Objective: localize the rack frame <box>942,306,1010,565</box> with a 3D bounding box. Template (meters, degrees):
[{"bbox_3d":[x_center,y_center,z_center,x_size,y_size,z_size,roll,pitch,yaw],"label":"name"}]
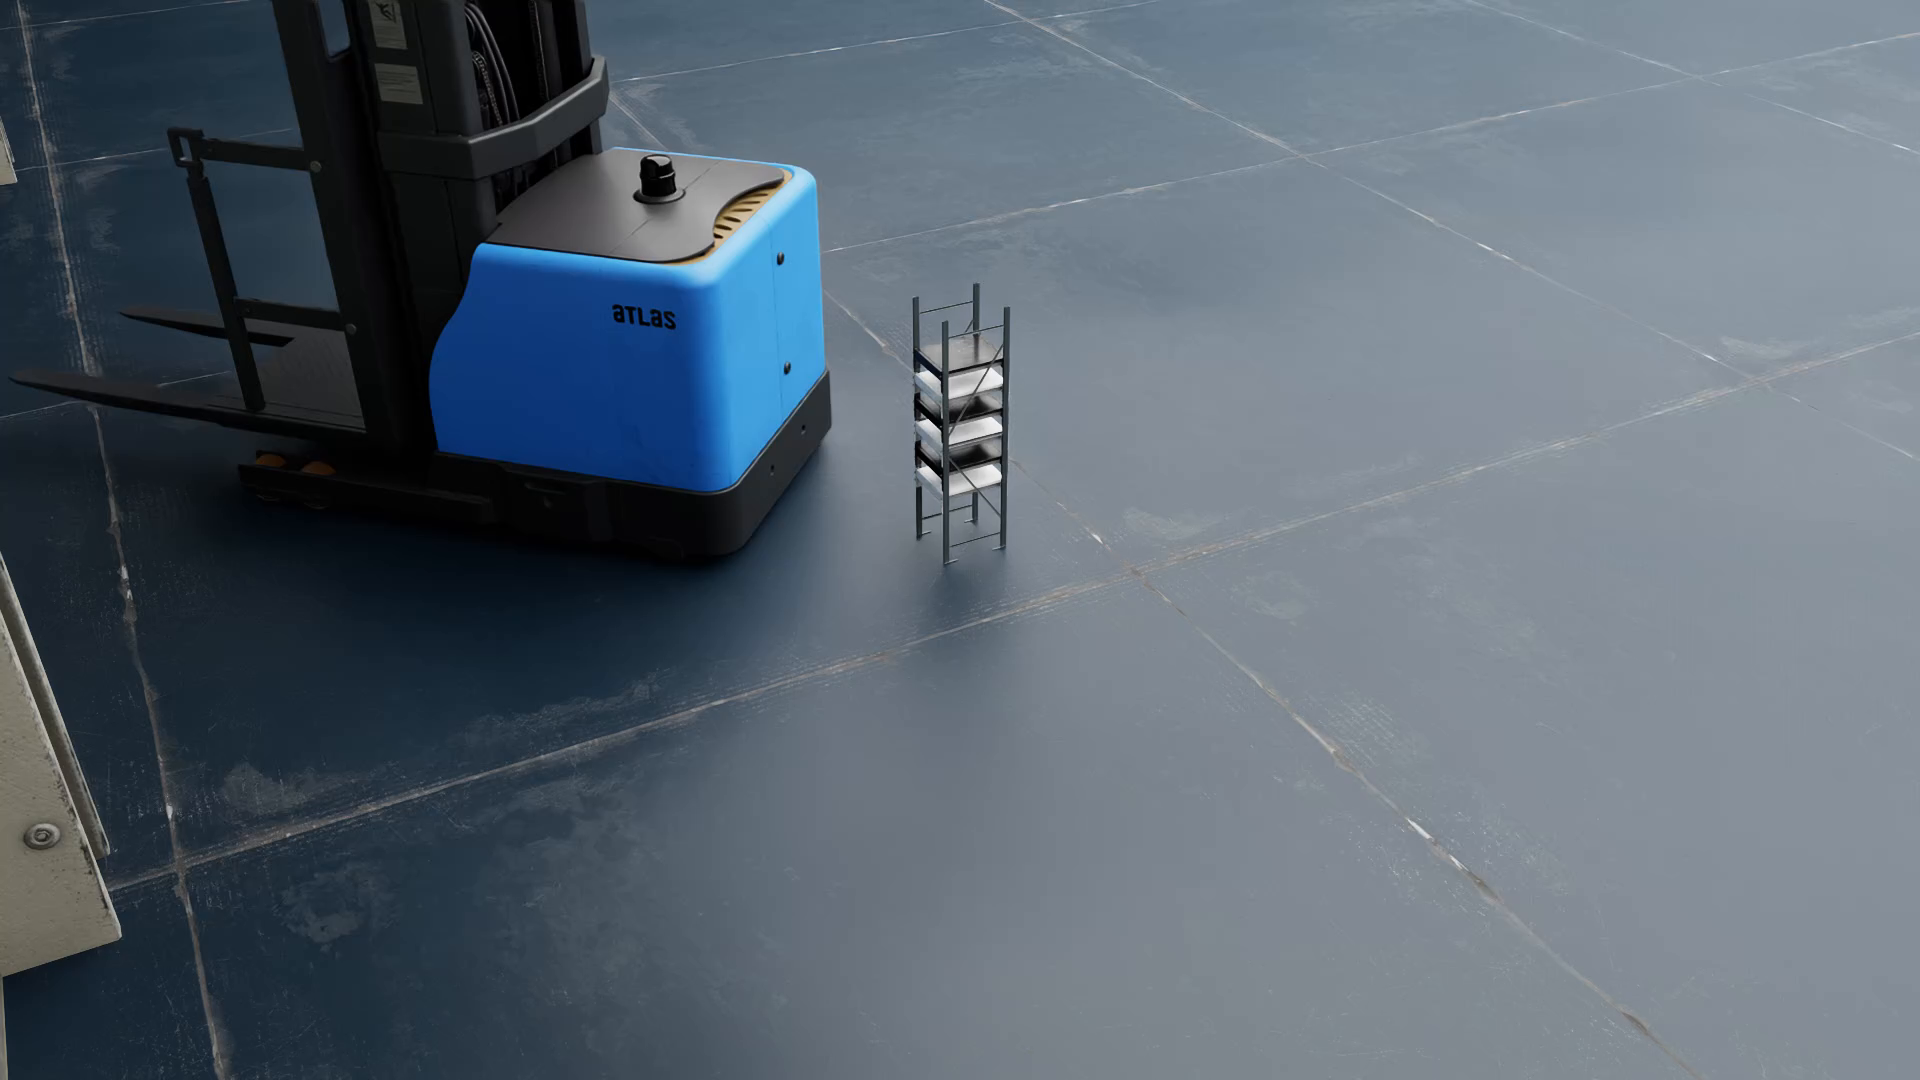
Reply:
[{"bbox_3d":[0.051,-0.327,5.425,0.240,0.900,0.006,-16,36,-23],"label":"rack frame"}]

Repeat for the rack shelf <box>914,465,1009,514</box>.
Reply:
[{"bbox_3d":[0.004,-0.195,5.616,0.258,0.077,0.200,-16,36,-23],"label":"rack shelf"}]

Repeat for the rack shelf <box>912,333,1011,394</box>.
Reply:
[{"bbox_3d":[0.004,-0.574,5.374,0.258,0.077,0.200,-16,36,-23],"label":"rack shelf"}]

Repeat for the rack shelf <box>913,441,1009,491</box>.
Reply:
[{"bbox_3d":[0.004,-0.271,5.568,0.258,0.077,0.200,-16,36,-23],"label":"rack shelf"}]

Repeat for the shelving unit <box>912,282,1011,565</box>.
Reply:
[{"bbox_3d":[0.004,-0.375,5.501,0.258,0.900,0.210,-16,36,-23],"label":"shelving unit"}]

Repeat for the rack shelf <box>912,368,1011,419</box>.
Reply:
[{"bbox_3d":[0.004,-0.499,5.422,0.258,0.077,0.200,-16,36,-23],"label":"rack shelf"}]

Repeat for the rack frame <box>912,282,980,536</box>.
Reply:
[{"bbox_3d":[-0.044,-0.424,5.577,0.240,0.900,0.006,-16,36,-23],"label":"rack frame"}]

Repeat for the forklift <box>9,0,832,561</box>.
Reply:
[{"bbox_3d":[-2.060,-1.606,5.540,3.031,2.935,1.130,9,34,14],"label":"forklift"}]

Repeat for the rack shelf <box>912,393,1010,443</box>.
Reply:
[{"bbox_3d":[0.004,-0.423,5.471,0.258,0.077,0.200,-16,36,-23],"label":"rack shelf"}]

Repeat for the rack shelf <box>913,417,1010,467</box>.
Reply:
[{"bbox_3d":[0.004,-0.347,5.519,0.258,0.077,0.200,-16,36,-23],"label":"rack shelf"}]
